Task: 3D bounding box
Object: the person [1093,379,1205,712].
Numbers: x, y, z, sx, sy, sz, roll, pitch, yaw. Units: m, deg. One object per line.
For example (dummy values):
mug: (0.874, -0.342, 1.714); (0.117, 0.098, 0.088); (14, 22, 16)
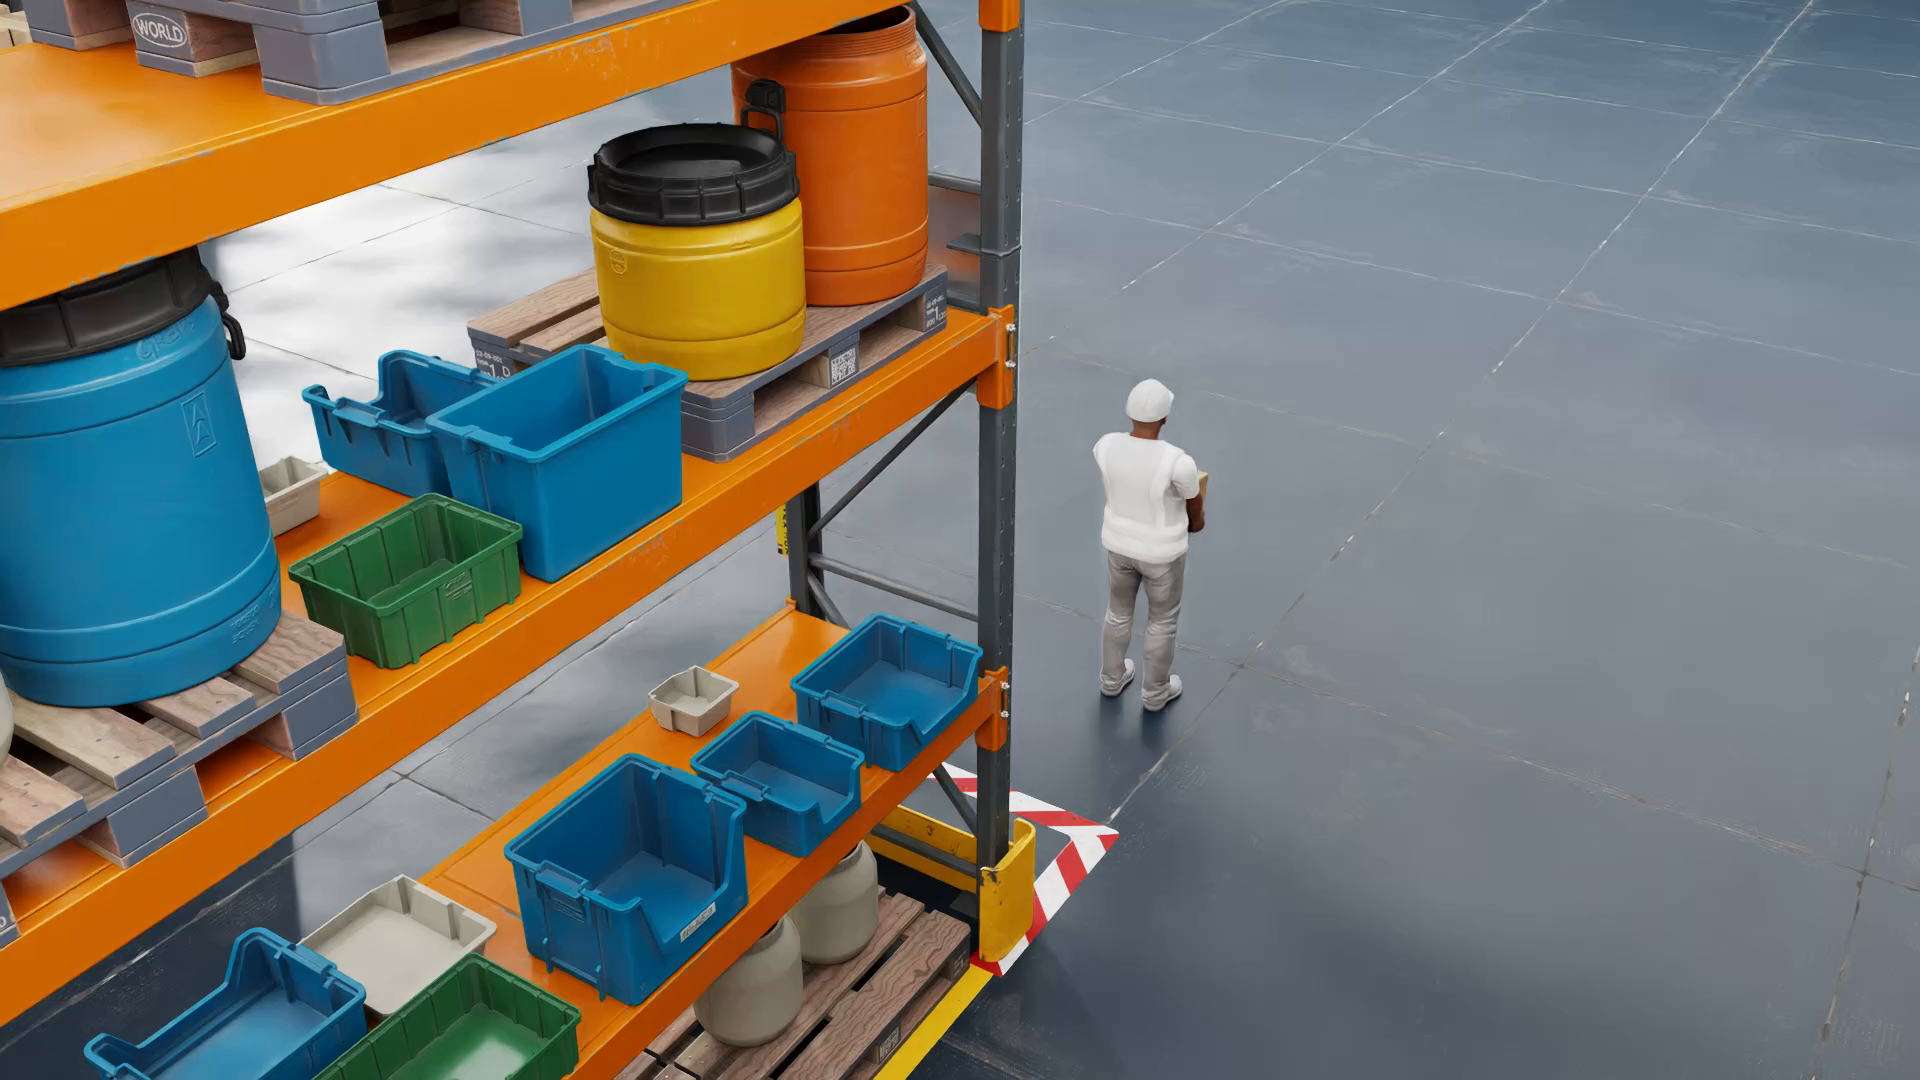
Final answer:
person: (0.948, -0.020, 8.201); (0.505, 1.763, 0.559); (18, 35, 27)
